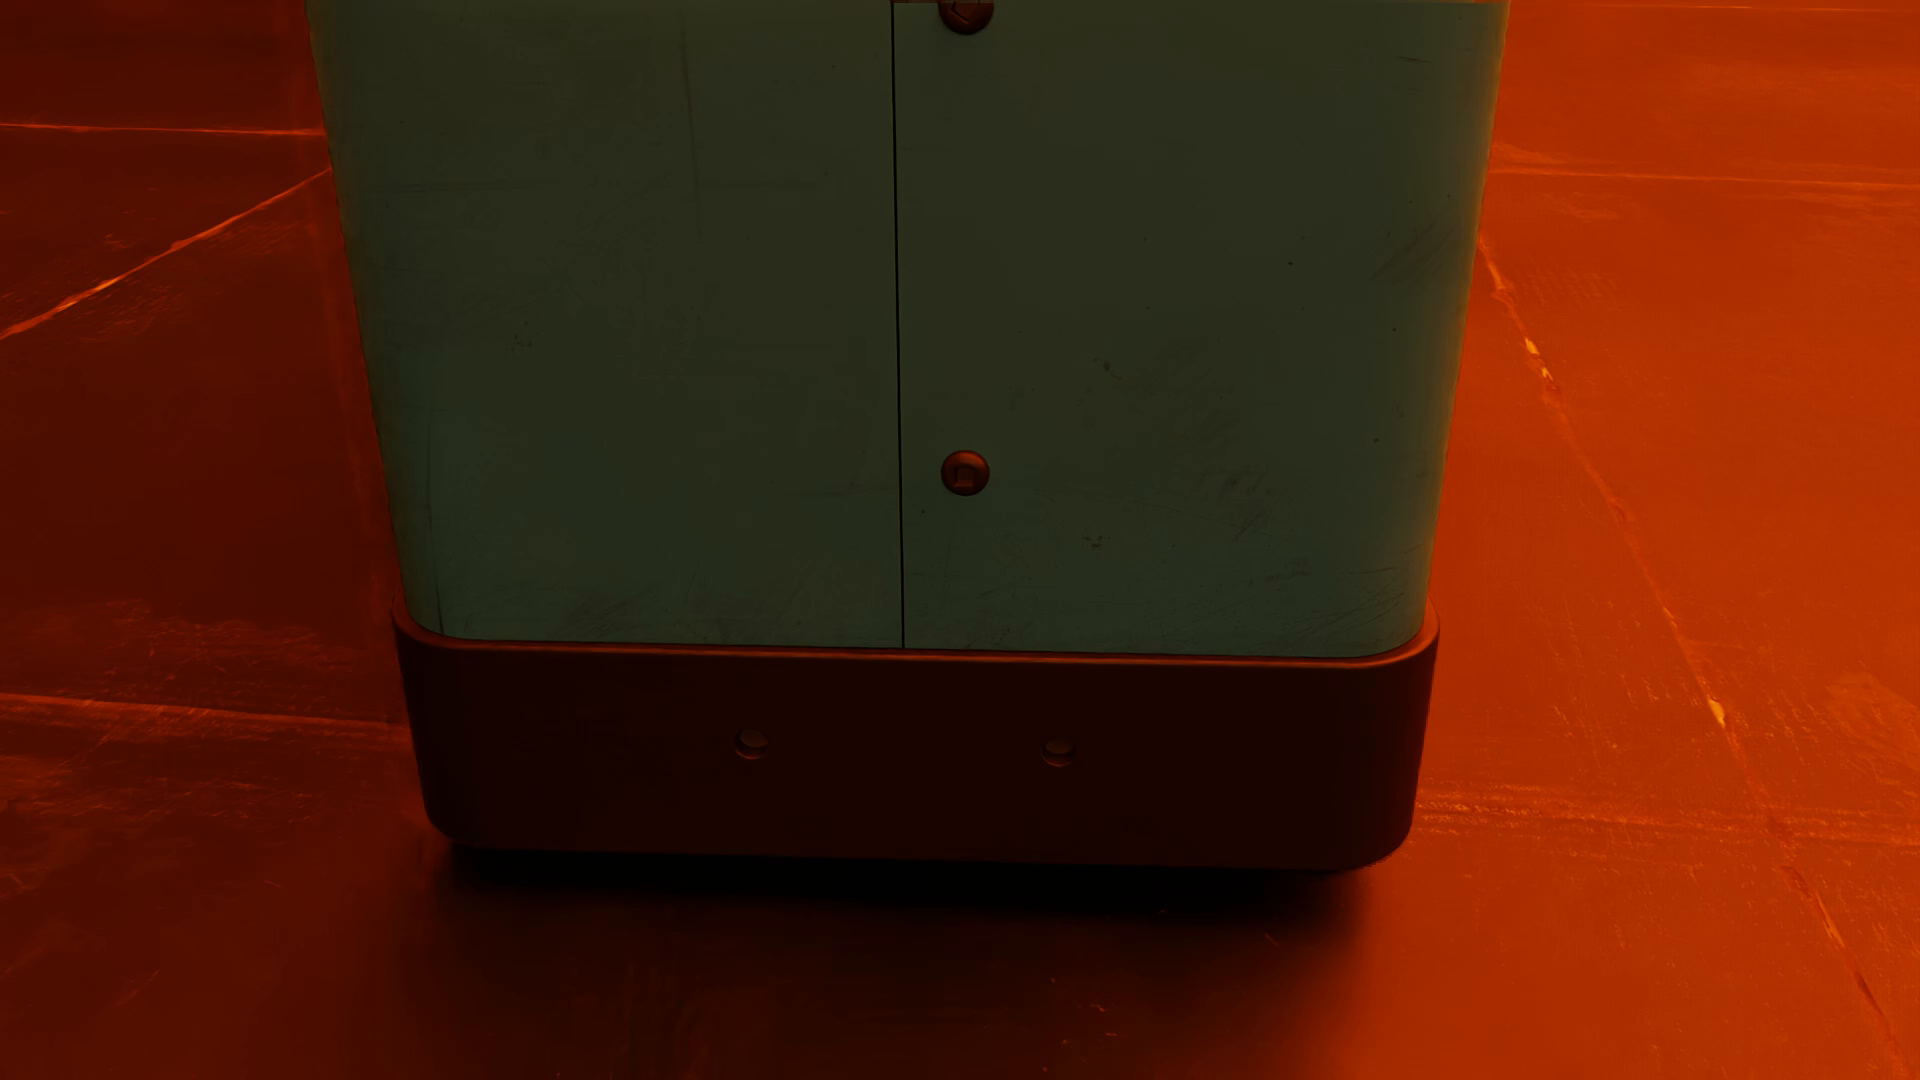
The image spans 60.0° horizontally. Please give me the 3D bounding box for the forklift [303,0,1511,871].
[{"bbox_3d":[0.009,-1.597,2.419,1.130,2.935,3.031,1,27,2],"label":"forklift"}]
